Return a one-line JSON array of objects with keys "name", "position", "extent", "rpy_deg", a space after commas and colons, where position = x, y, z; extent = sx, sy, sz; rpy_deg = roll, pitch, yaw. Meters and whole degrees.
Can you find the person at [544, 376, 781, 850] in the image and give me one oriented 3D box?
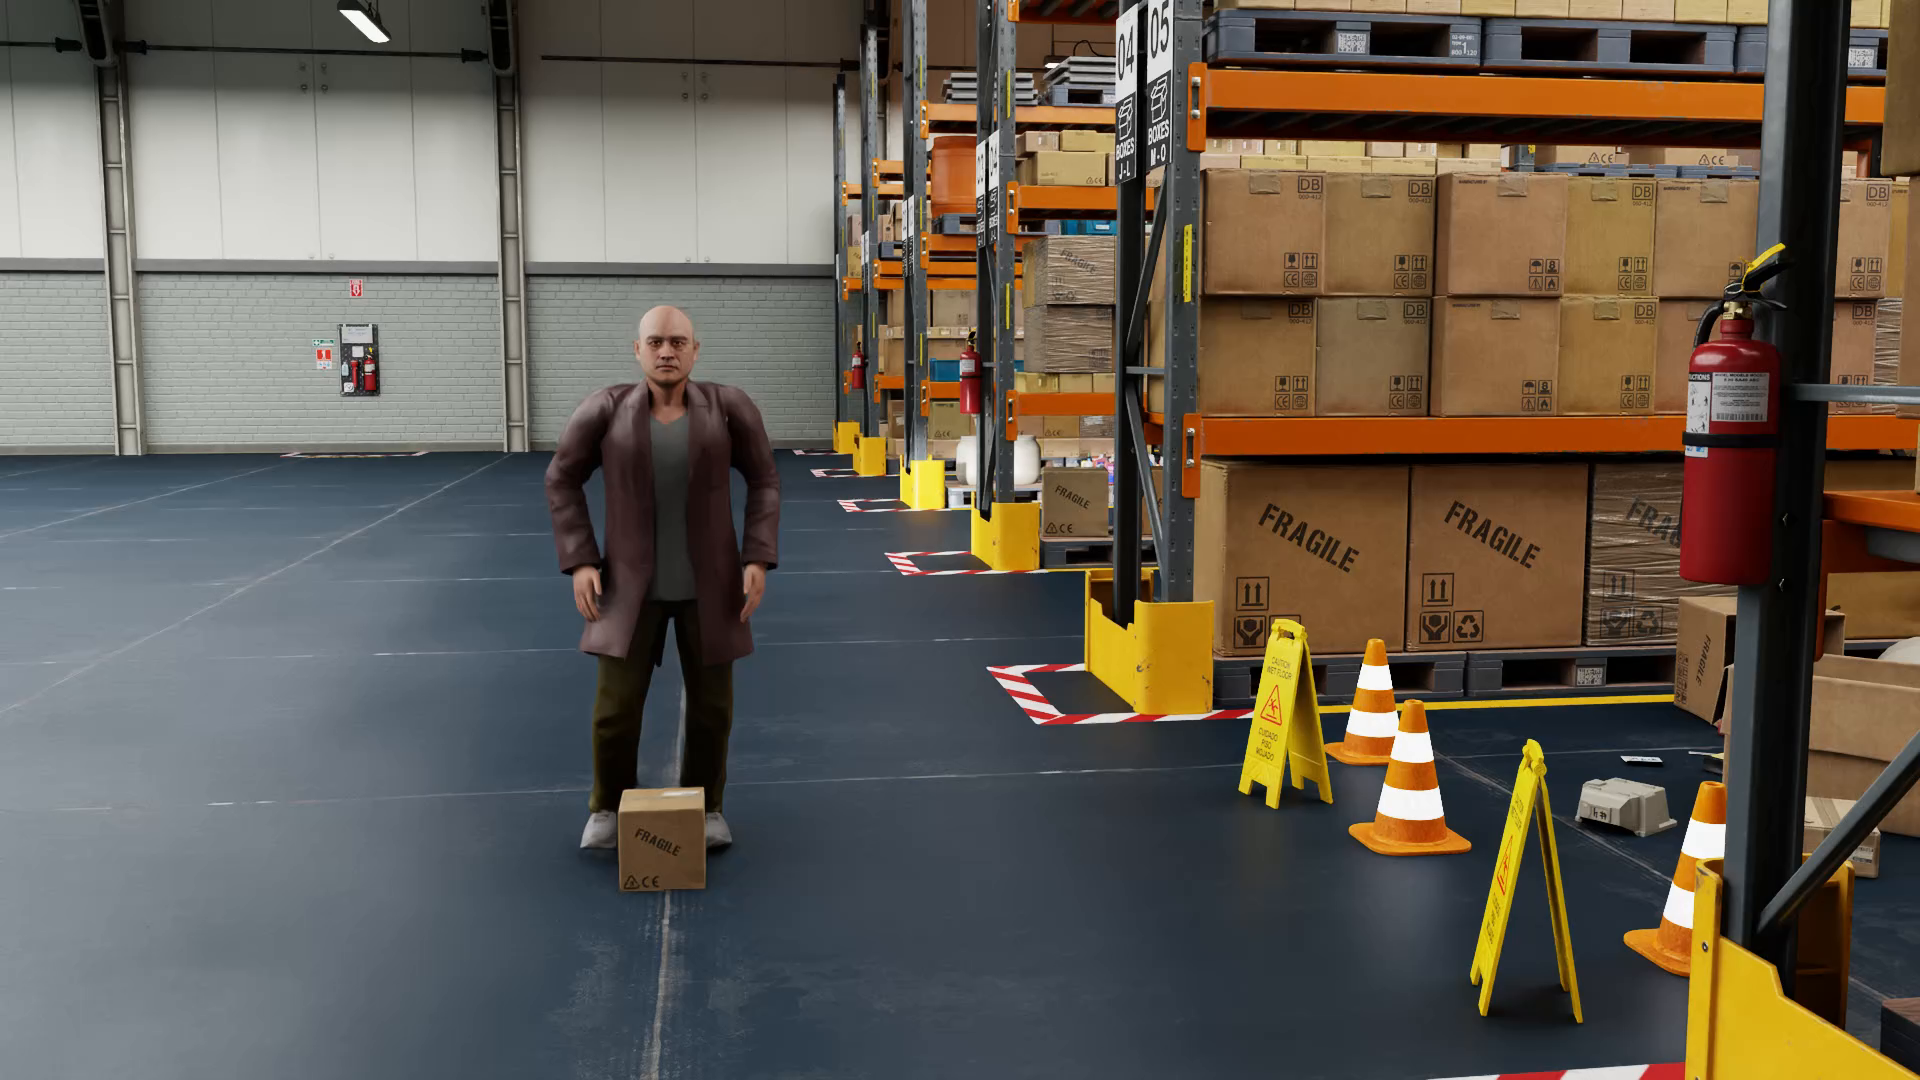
[{"name": "person", "position": [-0.930, 0.228, 5.261], "extent": [0.729, 1.538, 0.527], "rpy_deg": [-1, 6, -12]}]
